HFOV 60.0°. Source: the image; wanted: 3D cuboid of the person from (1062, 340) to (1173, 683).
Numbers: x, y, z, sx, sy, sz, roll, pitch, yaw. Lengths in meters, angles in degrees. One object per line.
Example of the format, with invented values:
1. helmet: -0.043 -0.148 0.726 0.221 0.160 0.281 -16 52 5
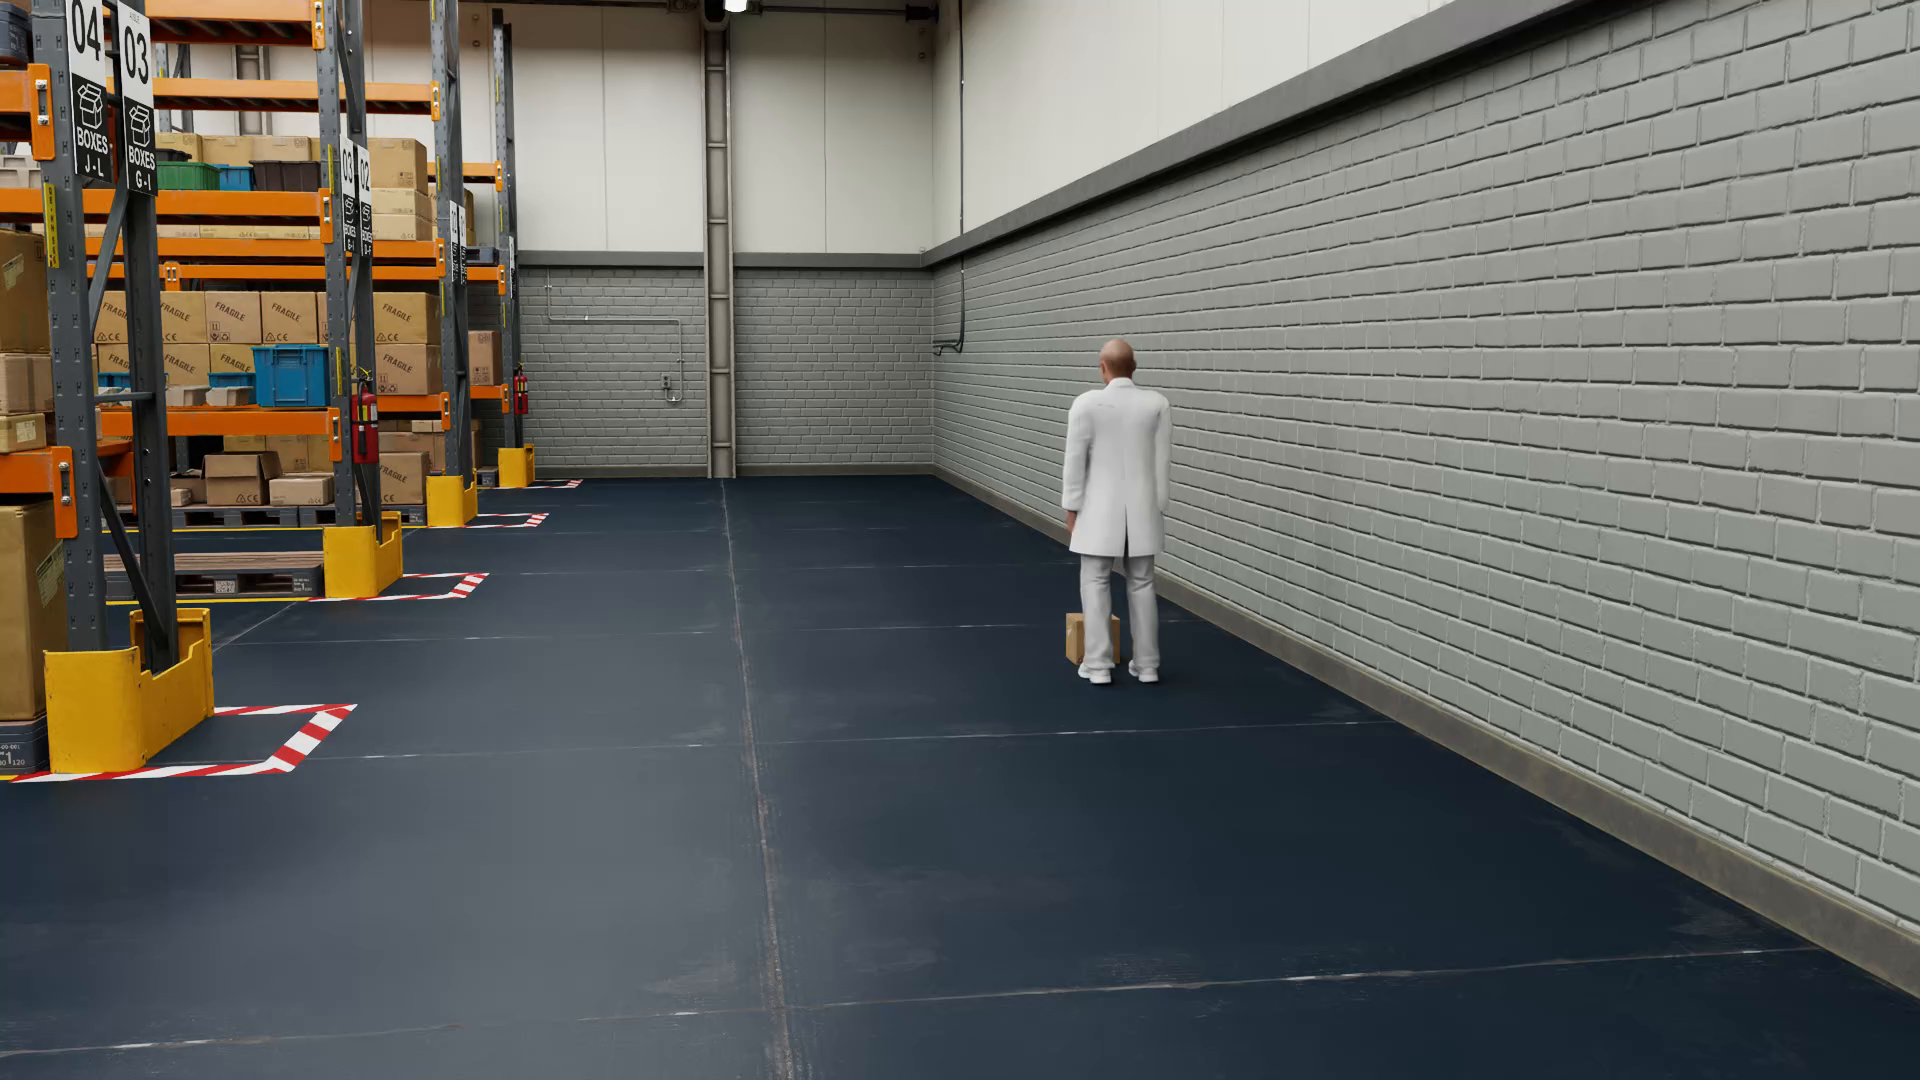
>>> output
1. person: 0.808 -0.148 8.649 0.562 1.773 0.379 -1 6 -8
